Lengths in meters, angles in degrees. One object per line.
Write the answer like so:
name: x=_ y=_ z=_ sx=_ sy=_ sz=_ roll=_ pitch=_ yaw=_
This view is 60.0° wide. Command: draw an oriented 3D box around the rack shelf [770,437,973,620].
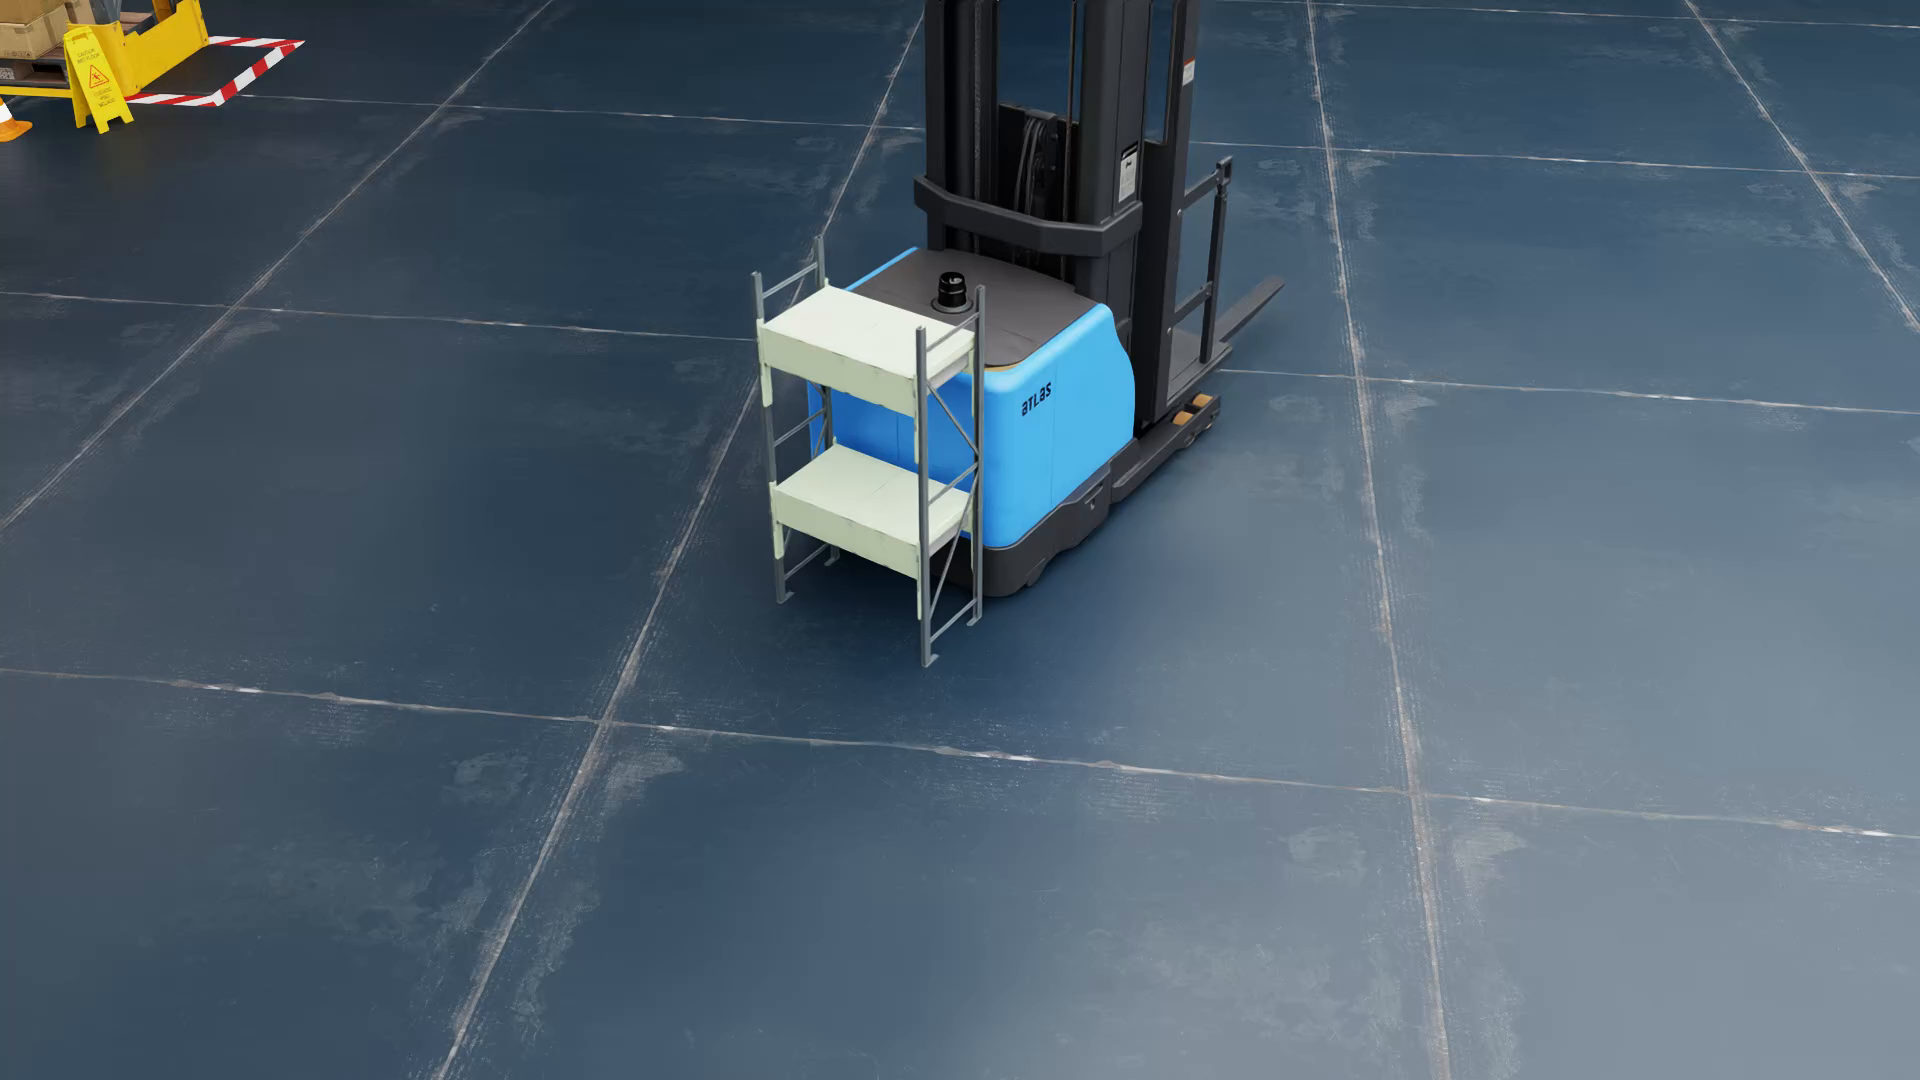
rack shelf: x=-0.335 y=-0.057 z=6.600 sx=0.720 sy=0.370 sz=0.431 roll=22 pitch=41 yaw=27

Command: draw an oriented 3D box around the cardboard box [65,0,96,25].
cardboard box: x=-6.552 y=-3.912 z=12.155 sx=0.500 sy=0.250 sz=0.500 roll=4 pitch=36 yaw=6

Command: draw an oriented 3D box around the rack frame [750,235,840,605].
rack frame: x=-0.637 y=-0.442 z=6.578 sx=0.023 sy=1.500 sz=0.400 roll=22 pitch=41 yaw=27

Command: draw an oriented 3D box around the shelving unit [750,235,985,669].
shelving unit: x=-0.335 y=-0.323 z=6.411 sx=0.755 sy=1.500 sz=0.431 roll=22 pitch=41 yaw=27

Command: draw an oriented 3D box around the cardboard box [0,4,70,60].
cardboard box: x=-6.647 y=-3.600 z=11.717 sx=0.500 sy=0.250 sz=0.500 roll=4 pitch=36 yaw=6

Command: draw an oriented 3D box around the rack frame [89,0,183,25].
rack frame: x=-5.787 y=-4.641 z=11.171 sx=0.127 sy=3.000 sz=1.000 roll=4 pitch=36 yaw=6

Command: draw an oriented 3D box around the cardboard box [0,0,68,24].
cardboard box: x=-6.615 y=-3.907 z=11.503 sx=0.500 sy=0.500 sz=0.500 roll=4 pitch=36 yaw=6

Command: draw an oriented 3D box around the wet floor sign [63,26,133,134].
wet floor sign: x=-5.735 y=-3.053 z=10.972 sx=0.232 sy=0.644 sz=0.267 roll=17 pitch=39 yaw=22

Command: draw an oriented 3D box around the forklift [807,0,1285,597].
forklift: x=0.595 y=-1.775 z=7.214 sx=1.130 sy=2.935 sz=3.031 roll=22 pitch=41 yaw=27

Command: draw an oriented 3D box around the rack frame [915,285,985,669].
rack frame: x=-0.032 y=-0.203 z=6.244 sx=0.023 sy=1.500 sz=0.400 roll=22 pitch=41 yaw=27

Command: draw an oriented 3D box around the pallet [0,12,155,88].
pallet: x=-6.664 y=-3.593 z=12.102 sx=1.213 sy=0.211 sz=1.003 roll=4 pitch=36 yaw=6

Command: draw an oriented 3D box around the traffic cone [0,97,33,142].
traffic cone: x=-6.378 y=-2.897 z=10.911 sx=0.334 sy=0.463 sz=0.336 roll=4 pitch=36 yaw=6

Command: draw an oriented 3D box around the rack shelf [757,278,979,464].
rack shelf: x=-0.335 y=-0.640 z=6.184 sx=0.720 sy=0.370 sz=0.431 roll=22 pitch=41 yaw=27

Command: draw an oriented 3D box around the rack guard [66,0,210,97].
rack guard: x=-5.863 y=-3.630 z=11.905 sx=0.348 sy=0.500 sz=1.175 roll=4 pitch=36 yaw=6
